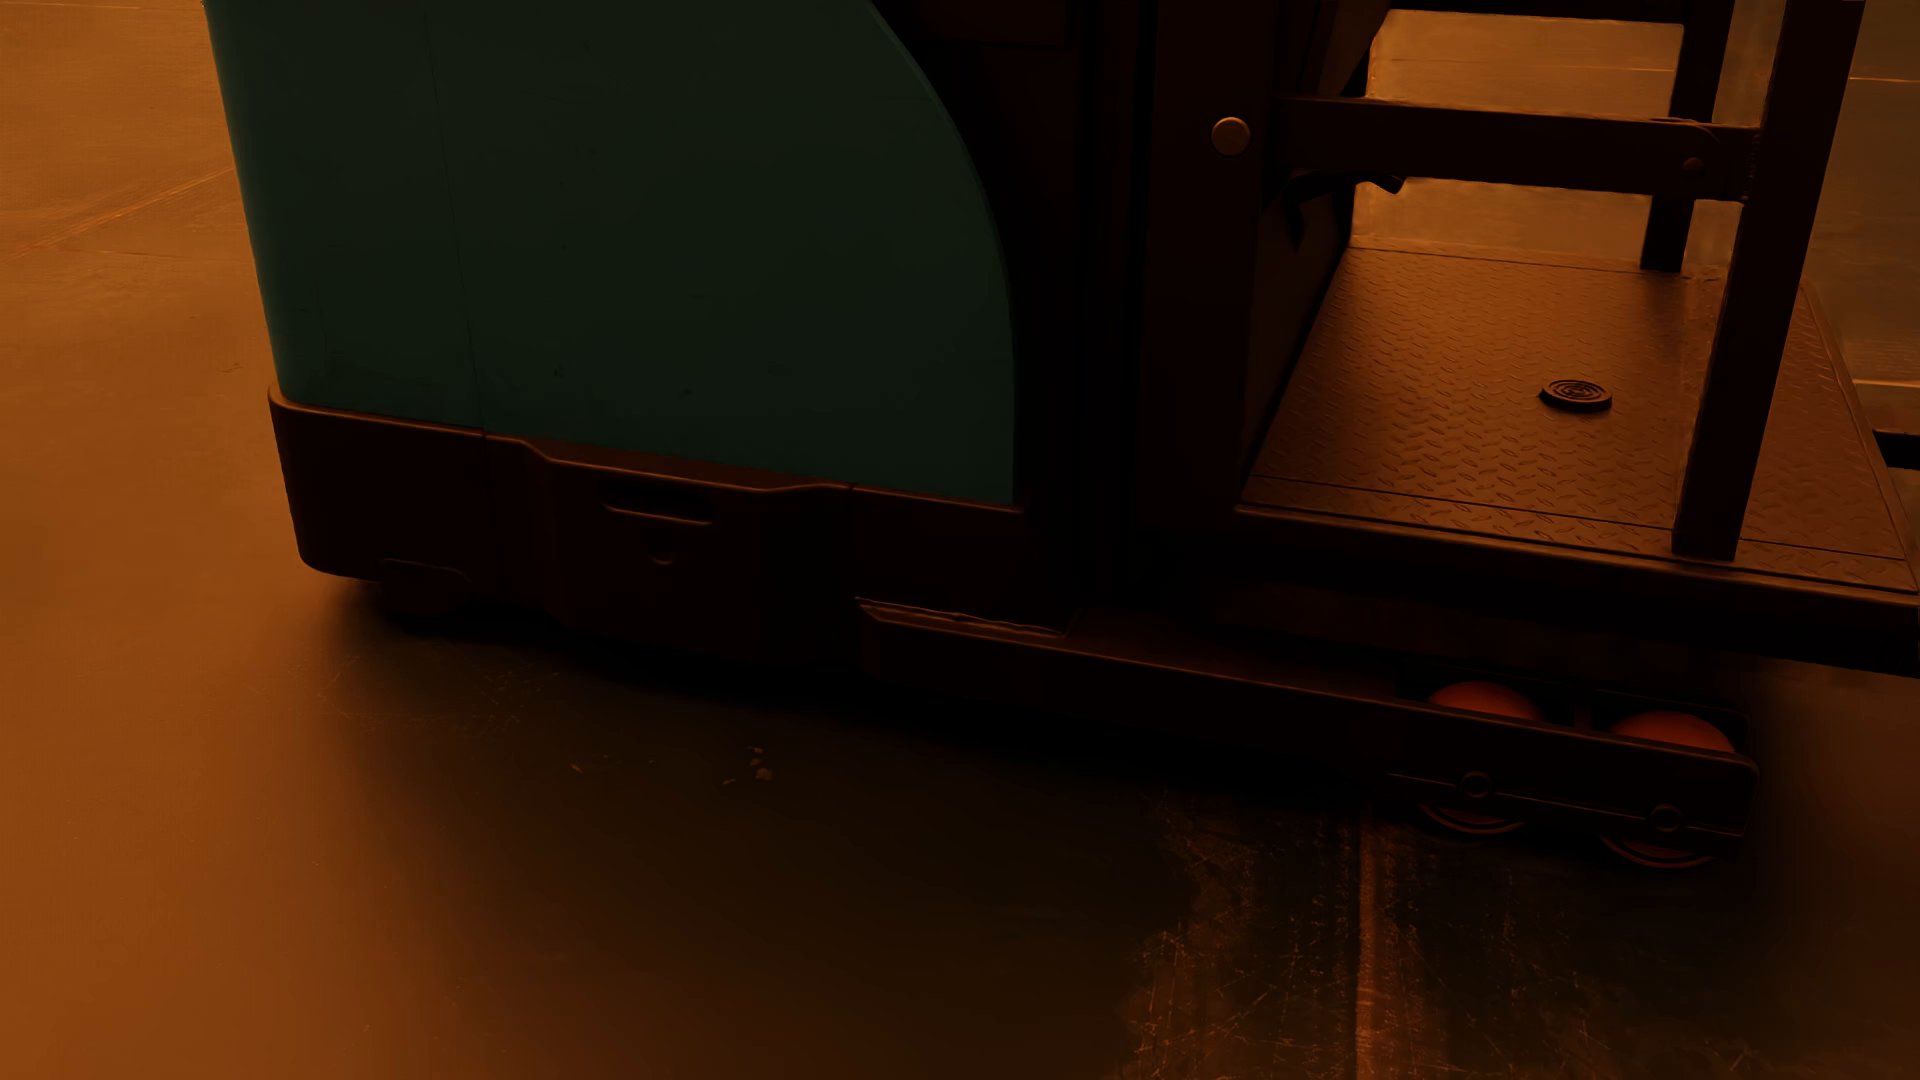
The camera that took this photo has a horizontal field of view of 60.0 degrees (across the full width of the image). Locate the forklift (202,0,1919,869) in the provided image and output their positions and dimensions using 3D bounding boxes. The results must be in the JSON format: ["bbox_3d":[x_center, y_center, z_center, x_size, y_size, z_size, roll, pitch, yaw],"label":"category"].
[{"bbox_3d":[0.651,-1.223,1.671,3.031,2.935,1.130,8,28,16],"label":"forklift"}]
